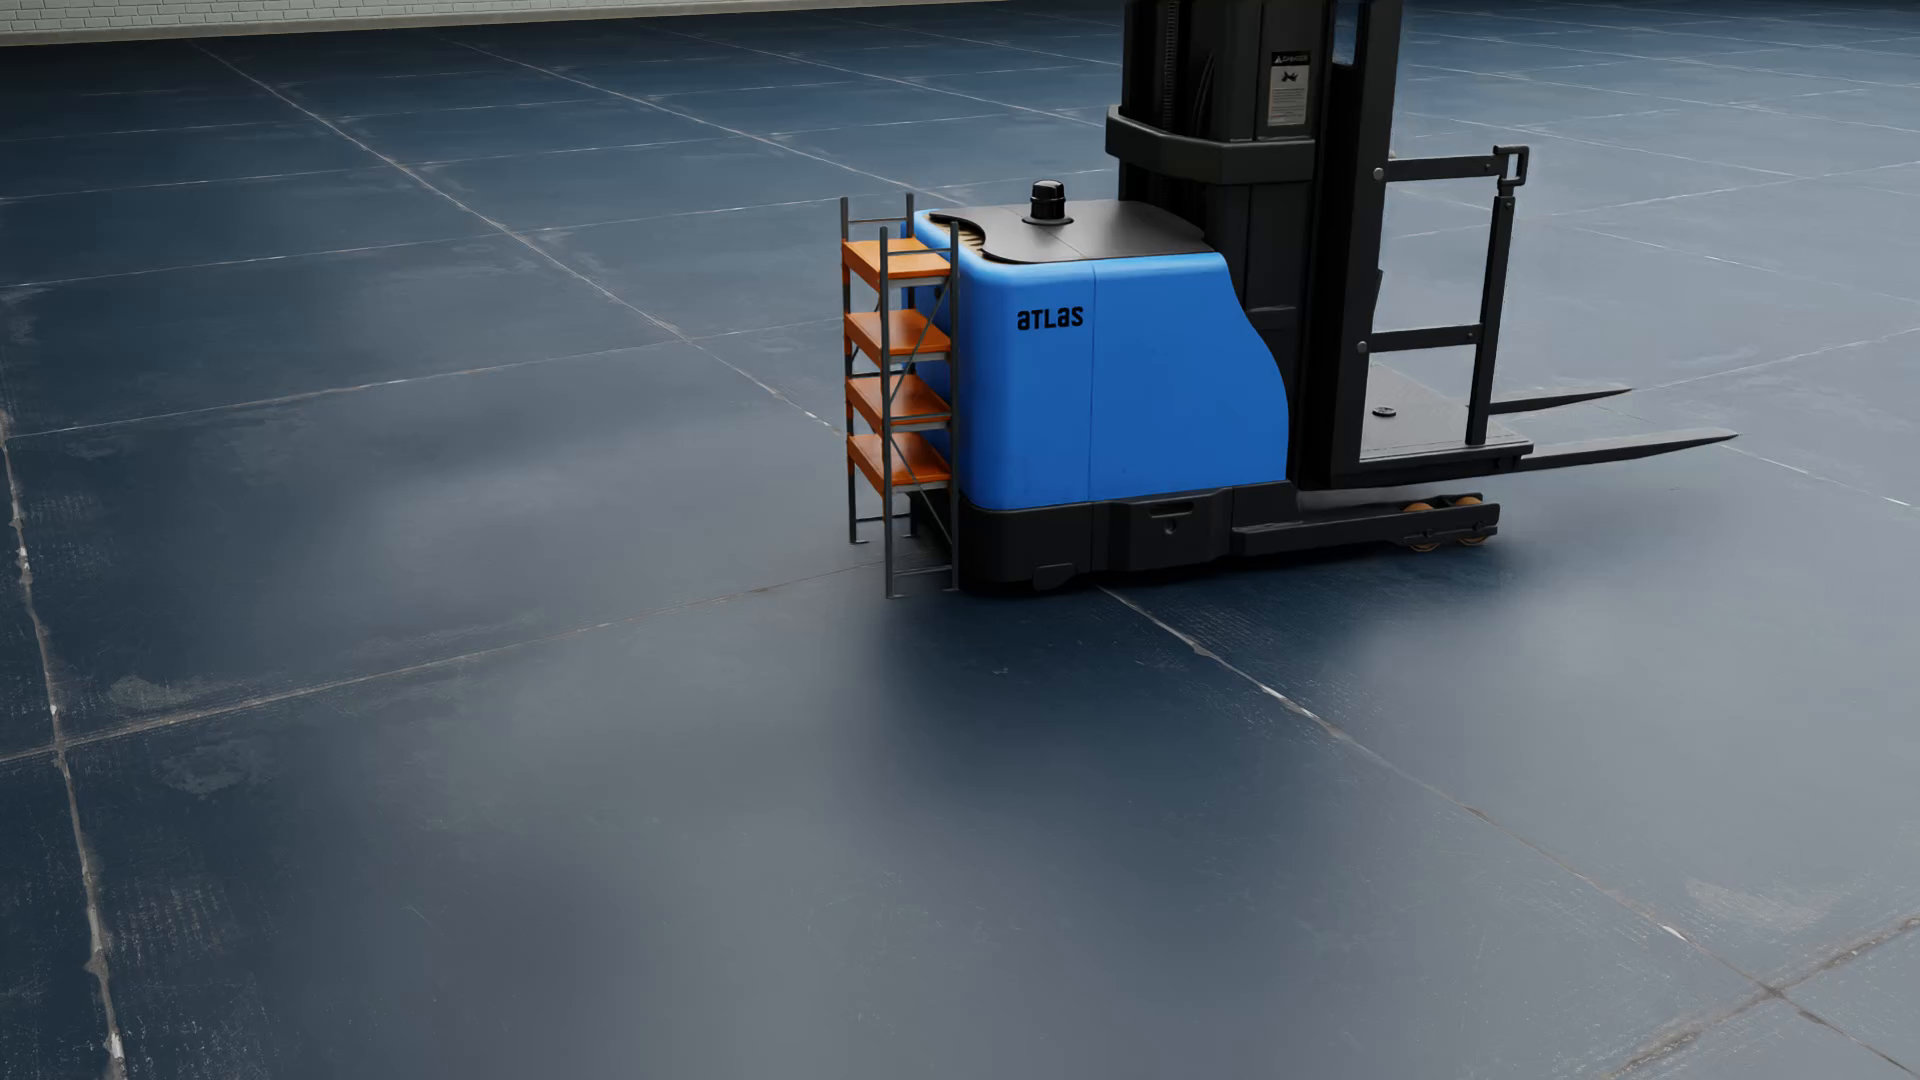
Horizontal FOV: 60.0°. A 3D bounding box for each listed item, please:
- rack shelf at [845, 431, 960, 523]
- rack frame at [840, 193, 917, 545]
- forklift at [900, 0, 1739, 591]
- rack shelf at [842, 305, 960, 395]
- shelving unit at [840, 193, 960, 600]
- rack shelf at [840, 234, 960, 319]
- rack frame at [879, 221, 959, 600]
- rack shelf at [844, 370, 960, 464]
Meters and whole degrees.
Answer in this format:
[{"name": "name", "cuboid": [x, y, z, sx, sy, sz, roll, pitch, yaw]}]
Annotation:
[{"name": "rack shelf", "cuboid": [-0.194, -0.221, 5.469, 0.258, 0.148, 0.480, -7, 23, -16]}, {"name": "rack frame", "cuboid": [-0.267, -0.555, 5.585, 0.240, 1.200, 0.015, -7, 23, -16]}, {"name": "forklift", "cuboid": [1.355, -1.499, 5.607, 3.031, 2.935, 1.130, -7, 23, -16]}, {"name": "rack shelf", "cuboid": [-0.194, -0.613, 5.310, 0.258, 0.148, 0.480, -7, 23, -16]}, {"name": "shelving unit", "cuboid": [-0.194, -0.468, 5.369, 0.258, 1.200, 0.503, -7, 23, -16]}, {"name": "rack shelf", "cuboid": [-0.194, -0.832, 5.221, 0.258, 0.148, 0.480, -7, 23, -16]}, {"name": "rack frame", "cuboid": [-0.121, -0.380, 5.153, 0.240, 1.200, 0.015, -7, 23, -16]}, {"name": "rack shelf", "cuboid": [-0.194, -0.405, 5.394, 0.258, 0.148, 0.480, -7, 23, -16]}]
